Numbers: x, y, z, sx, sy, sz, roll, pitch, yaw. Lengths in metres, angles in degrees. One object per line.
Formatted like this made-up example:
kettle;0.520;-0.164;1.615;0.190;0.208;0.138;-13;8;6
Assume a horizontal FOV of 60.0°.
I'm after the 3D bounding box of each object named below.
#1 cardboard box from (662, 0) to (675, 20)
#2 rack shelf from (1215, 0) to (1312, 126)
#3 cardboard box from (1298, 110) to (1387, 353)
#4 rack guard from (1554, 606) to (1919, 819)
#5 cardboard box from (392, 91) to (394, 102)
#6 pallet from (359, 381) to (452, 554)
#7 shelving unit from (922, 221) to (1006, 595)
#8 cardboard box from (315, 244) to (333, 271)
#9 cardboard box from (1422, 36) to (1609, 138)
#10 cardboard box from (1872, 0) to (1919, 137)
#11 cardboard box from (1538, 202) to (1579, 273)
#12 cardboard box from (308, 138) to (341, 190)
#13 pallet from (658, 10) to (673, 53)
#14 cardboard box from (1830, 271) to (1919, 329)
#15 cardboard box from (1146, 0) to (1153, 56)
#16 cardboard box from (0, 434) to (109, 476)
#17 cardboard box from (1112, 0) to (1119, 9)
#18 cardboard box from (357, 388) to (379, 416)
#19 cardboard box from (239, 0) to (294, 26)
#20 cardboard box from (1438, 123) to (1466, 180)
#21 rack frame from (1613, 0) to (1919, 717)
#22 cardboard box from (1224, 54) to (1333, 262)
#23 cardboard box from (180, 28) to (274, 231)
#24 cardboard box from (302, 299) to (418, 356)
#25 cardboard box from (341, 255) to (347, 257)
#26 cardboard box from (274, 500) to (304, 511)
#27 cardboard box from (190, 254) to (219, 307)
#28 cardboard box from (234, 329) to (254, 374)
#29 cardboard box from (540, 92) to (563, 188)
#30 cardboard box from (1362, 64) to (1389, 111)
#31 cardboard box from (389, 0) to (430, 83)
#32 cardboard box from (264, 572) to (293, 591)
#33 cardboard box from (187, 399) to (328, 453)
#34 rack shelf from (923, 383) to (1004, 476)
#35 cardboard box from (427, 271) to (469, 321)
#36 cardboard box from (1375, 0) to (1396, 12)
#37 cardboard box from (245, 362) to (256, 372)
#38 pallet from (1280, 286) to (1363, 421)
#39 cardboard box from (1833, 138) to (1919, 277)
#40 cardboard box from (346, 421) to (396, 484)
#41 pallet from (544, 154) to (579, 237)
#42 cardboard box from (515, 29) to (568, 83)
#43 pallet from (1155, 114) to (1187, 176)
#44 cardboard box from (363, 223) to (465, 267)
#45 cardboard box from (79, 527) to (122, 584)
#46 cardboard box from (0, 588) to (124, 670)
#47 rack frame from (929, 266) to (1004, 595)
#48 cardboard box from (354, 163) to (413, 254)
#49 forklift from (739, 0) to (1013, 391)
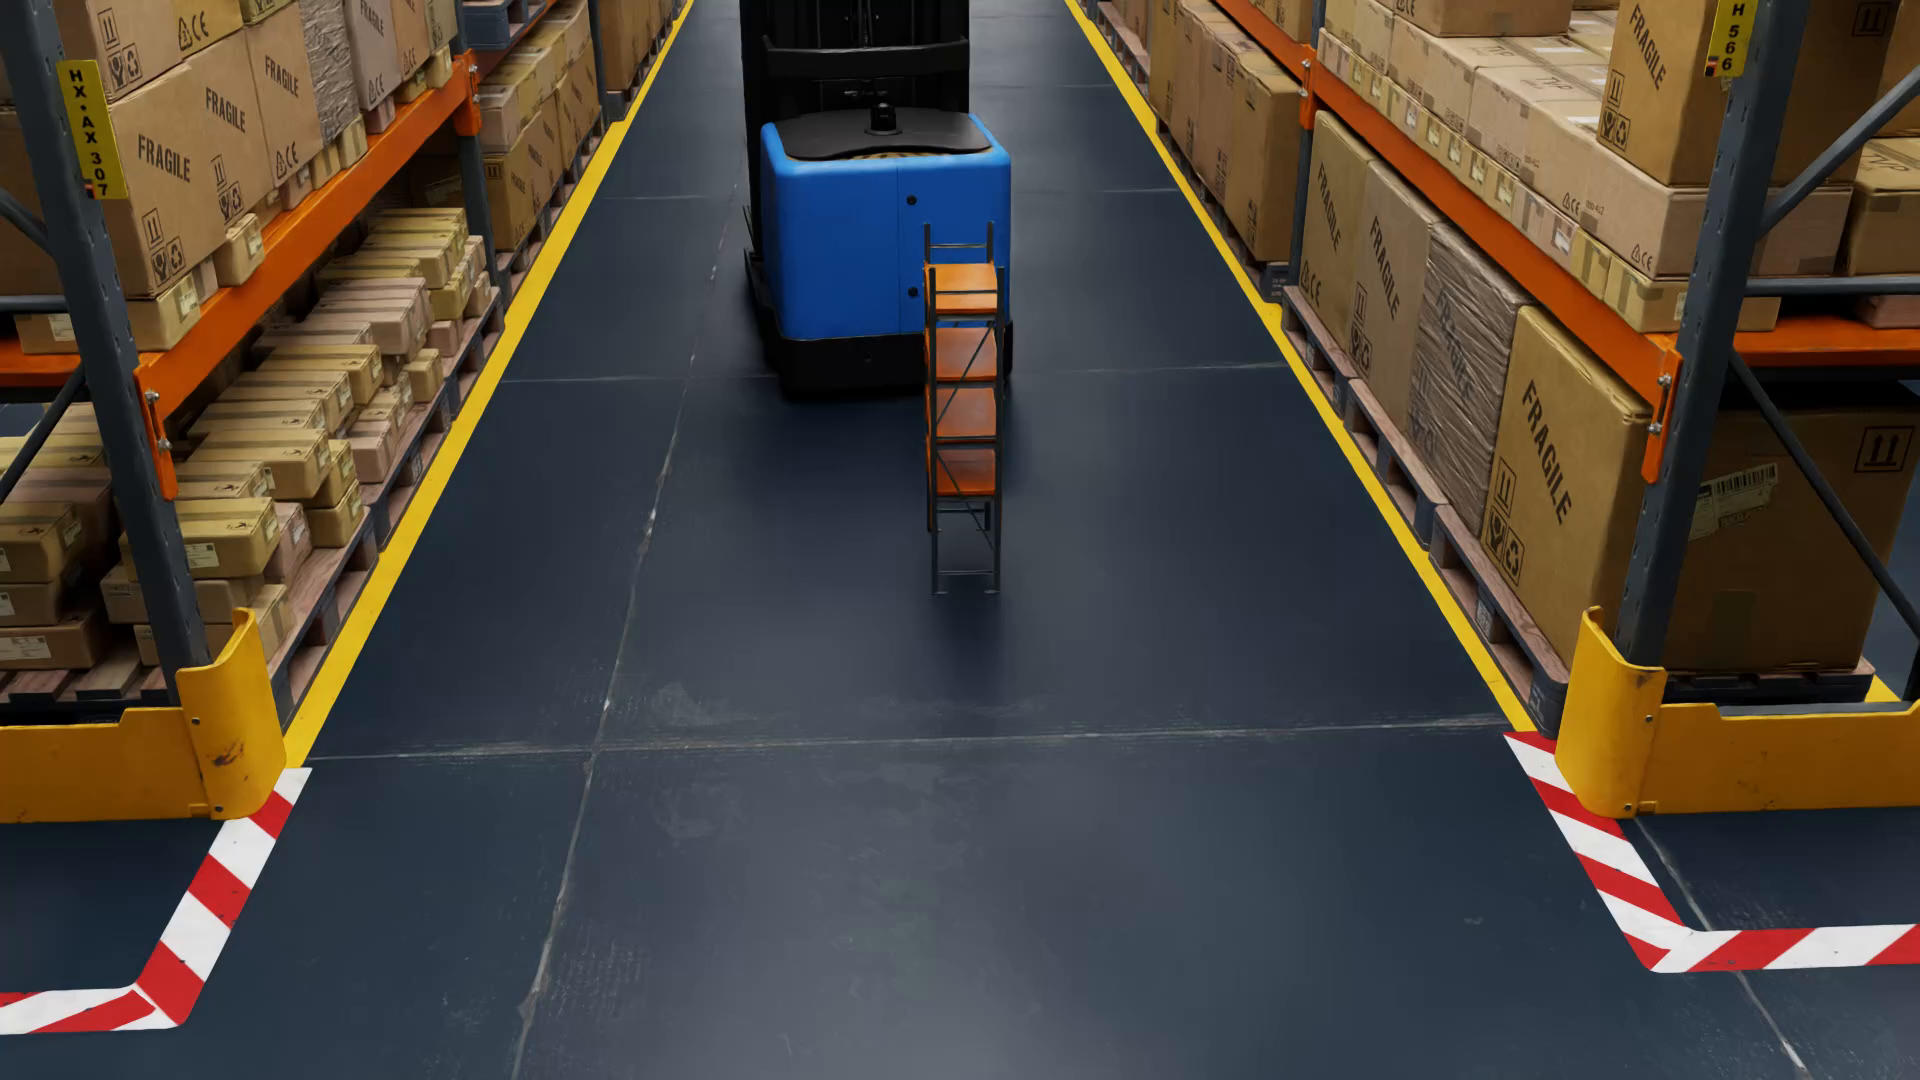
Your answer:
cardboard box;-3.094;-5.013;14.596;1.050;0.750;0.750;-2;28;-3
rack shelf;2.055;-3.092;9.712;1.077;0.370;4.000;-1;28;-3
cardboard box;2.114;-1.424;7.581;0.875;0.875;0.875;-1;28;-3
rack guard;2.370;0.480;4.790;1.175;0.500;0.348;-1;28;-3
cardboard box;-2.529;-1.814;6.757;0.380;0.149;0.250;-2;28;-4
pallet;-2.662;-0.303;6.604;1.003;0.211;1.213;-1;28;-3
shelving unit;0.009;-0.456;5.826;0.258;1.200;0.503;-1;28;-3
cardboard box;-2.970;-1.192;7.276;0.380;0.149;0.250;-2;28;-3
cardboard box;1.994;-1.632;5.977;0.500;0.250;0.500;-1;28;-3
cardboard box;2.587;-1.497;4.906;0.500;0.500;0.500;-2;28;-4
cardboard box;1.994;-0.921;5.045;0.380;0.149;0.250;-1;28;-3
cardboard box;-2.412;-1.332;5.832;0.380;0.149;0.250;0;28;-1
pallet;-3.101;-4.518;14.683;1.003;0.211;1.213;-1;28;-3
cardboard box;2.680;-0.700;4.621;0.380;0.149;0.250;-1;28;-2
cardboard box;1.854;-3.986;12.876;0.700;0.500;0.500;-4;28;-7
cardboard box;-2.967;-0.225;5.423;0.380;0.149;0.250;-2;28;-4
cardboard box;1.753;-4.984;14.790;0.700;0.500;0.500;-3;28;-7
cardboard box;-2.493;-0.598;6.460;0.380;0.149;0.250;0;28;0
cardboard box;-2.386;-1.874;5.088;0.500;0.500;0.500;-2;28;-4
cardboard box;1.942;-1.391;5.945;0.380;0.149;0.250;-1;28;-2
rack frame;2.369;-0.640;4.233;1.000;3.000;0.127;-1;28;-3
cardboard box;2.106;-2.026;8.735;1.225;0.875;0.875;-1;28;-2
cardboard box;-2.391;-1.203;4.884;0.500;0.500;0.500;-1;28;-3
cardboard box;-2.379;-0.841;6.605;0.380;0.149;0.250;-2;28;-4
cardboard box;-3.099;-1.293;7.792;0.380;0.149;0.250;0;28;0
cardboard box;-2.420;-0.108;5.520;0.380;0.149;0.250;-1;28;-2
cardboard box;-2.334;-0.729;4.676;0.380;0.149;0.250;0;28;-1
cardboard box;-2.932;-0.713;6.360;0.380;0.149;0.250;-1;28;-2
cardboard box;-2.643;-2.325;9.714;0.500;0.500;0.500;-1;28;-2
cardboard box;1.886;-1.867;6.857;0.380;0.149;0.250;-2;28;-4
cardboard box;-2.465;-2.134;6.668;0.500;0.500;0.500;-2;28;-4
cardboard box;-2.393;0.143;5.362;0.380;0.149;0.250;-1;28;-3
cardboard box;-2.393;-0.359;5.680;0.380;0.149;0.250;-3;28;-5
rack shelf;0.009;-0.396;5.857;0.258;0.148;0.480;-1;28;-3
cardboard box;-2.407;-1.082;7.388;0.380;0.149;0.250;-2;28;-4
cardboard box;1.947;-2.430;6.695;0.500;0.500;0.500;-1;28;-3
cardboard box;-2.996;-0.696;6.648;0.380;0.149;0.250;-2;28;-3
pallet;2.121;-0.898;7.743;1.003;0.211;1.213;-1;28;-3
cardboard box;2.613;-0.933;4.636;0.500;0.250;0.500;-2;28;-4
cardboard box;-2.351;-0.325;6.259;0.380;0.149;0.250;-3;28;-5
pallet;-2.908;-2.102;10.052;1.003;0.211;1.213;-1;28;-3
cardboard box;-2.662;-2.894;9.993;0.500;0.250;0.500;-1;28;-1
pallet;1.917;-2.732;11.260;1.003;0.211;1.213;-1;28;-3
cardboard box;-2.467;-1.325;7.532;0.380;0.149;0.250;-1;28;-2
cardboard box;-2.862;0.020;5.274;0.380;0.149;0.250;-2;28;-4
cardboard box;-2.826;0.273;5.111;0.380;0.149;0.250;-1;28;-2
rack frame;0.021;-0.343;5.610;0.240;1.200;0.015;-1;28;-3
cardboard box;-3.089;-1.828;8.759;0.500;0.500;0.500;-2;28;-4
forklift;-0.544;-2.618;8.101;1.130;2.935;3.031;-5;28;-10
